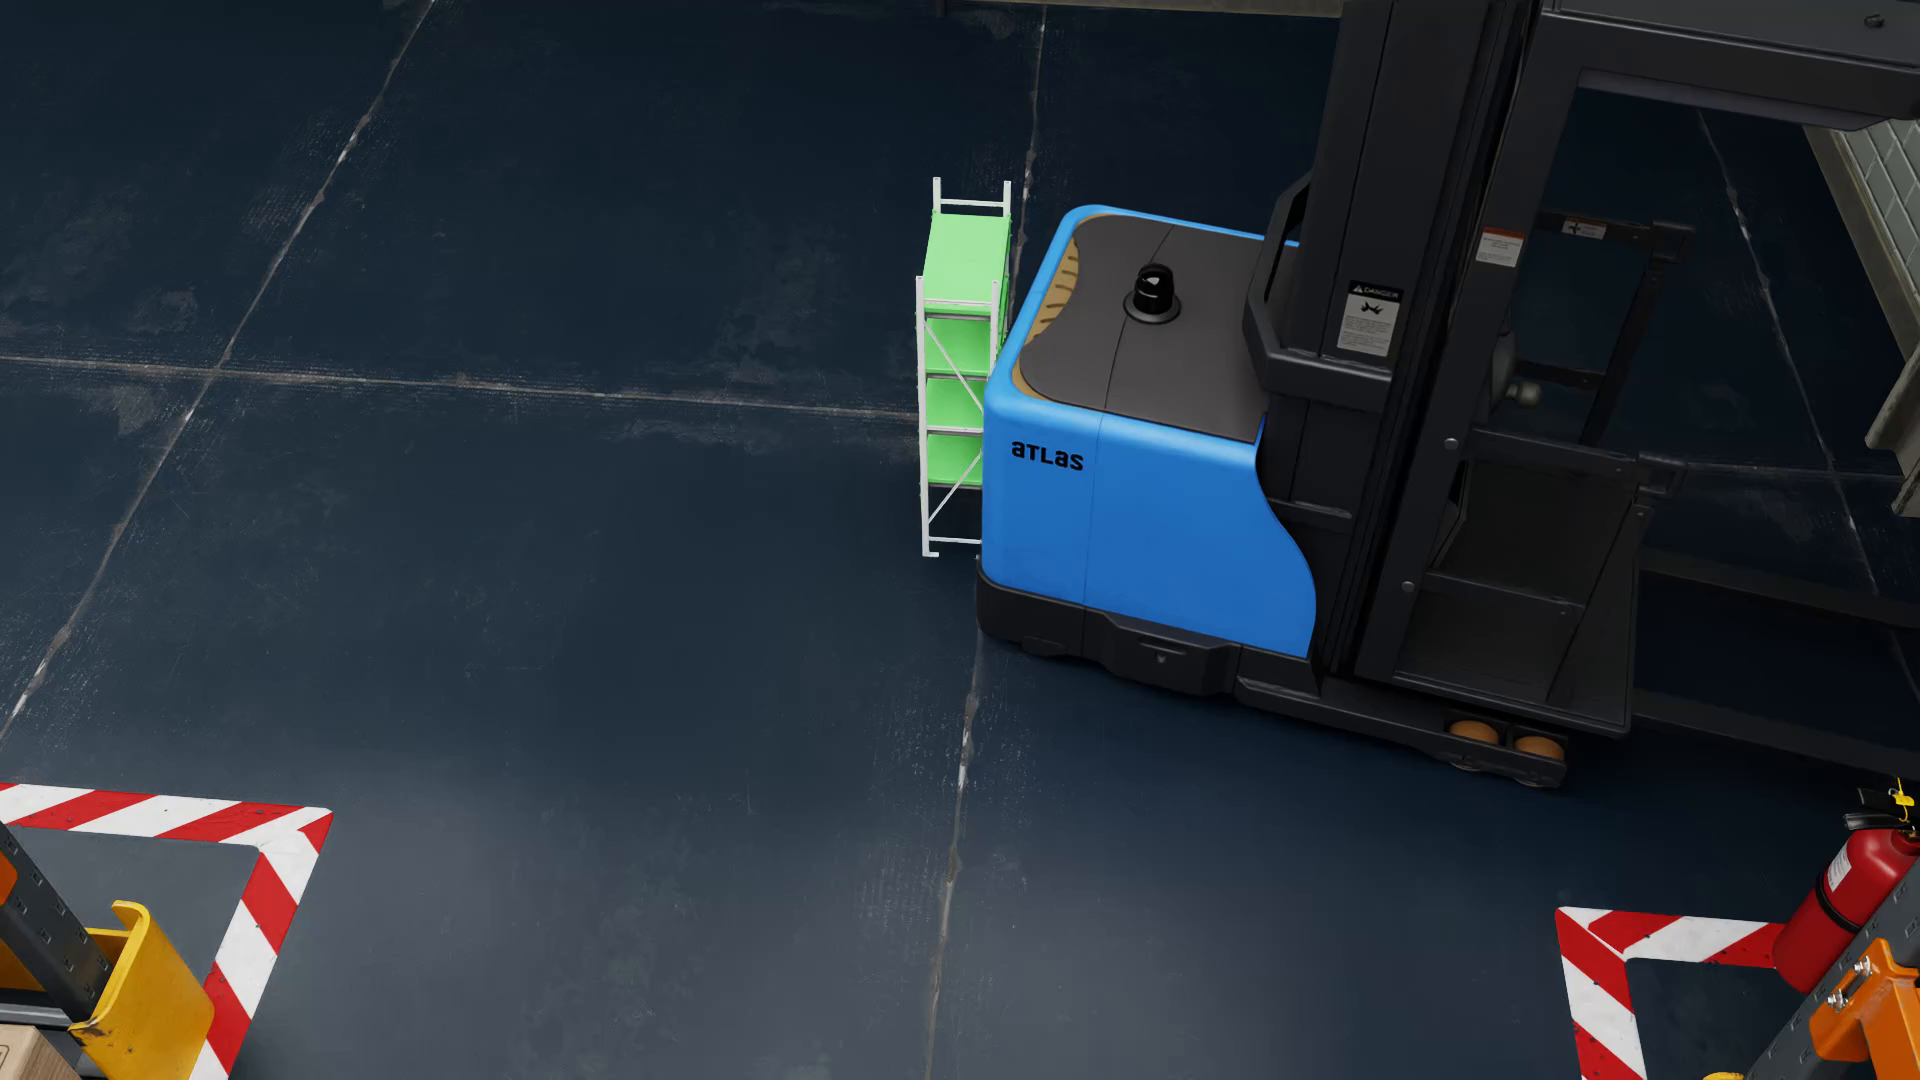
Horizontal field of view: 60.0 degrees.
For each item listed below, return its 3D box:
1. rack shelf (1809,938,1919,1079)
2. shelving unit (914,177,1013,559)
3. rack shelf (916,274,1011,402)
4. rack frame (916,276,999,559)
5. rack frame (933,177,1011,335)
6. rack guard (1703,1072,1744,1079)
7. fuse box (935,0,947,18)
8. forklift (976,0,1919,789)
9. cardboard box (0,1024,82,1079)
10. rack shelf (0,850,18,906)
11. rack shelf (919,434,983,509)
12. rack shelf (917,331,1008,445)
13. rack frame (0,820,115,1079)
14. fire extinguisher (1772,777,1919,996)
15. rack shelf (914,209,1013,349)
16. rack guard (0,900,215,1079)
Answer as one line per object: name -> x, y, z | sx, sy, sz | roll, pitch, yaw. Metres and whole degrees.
rack shelf -> 2.124, 2.400, 2.010 | 1.077, 0.370, 4.000 | 4, 48, 4
shelving unit -> 0.015, -0.527, 5.419 | 0.258, 1.200, 0.503 | 4, 48, 4
rack shelf -> 0.015, -0.645, 5.289 | 0.258, 0.148, 0.480 | 4, 48, 4
rack frame -> -0.007, -0.347, 5.255 | 0.240, 1.200, 0.015 | 4, 48, 4
rack frame -> 0.037, -0.706, 5.583 | 0.240, 1.200, 0.015 | 4, 48, 4
rack guard -> 2.299, 1.587, 3.960 | 1.175, 0.500, 0.348 | 4, 48, 4
fuse box -> -0.068, -3.106, 7.431 | 0.539, 1.711, 0.414 | 4, 48, 4
forklift -> 1.628, -0.680, 4.386 | 3.031, 2.935, 1.130 | 13, 49, 12
cardboard box -> -2.598, 1.571, 3.732 | 0.875, 0.438, 0.875 | 2, 48, 2
rack shelf -> -2.820, 2.069, 2.313 | 1.077, 0.370, 4.000 | 4, 48, 4
rack shelf -> 0.015, -0.321, 5.643 | 0.258, 0.148, 0.480 | 4, 48, 4
rack shelf -> 0.015, -0.483, 5.466 | 0.258, 0.148, 0.480 | 4, 48, 4
rack frame -> -2.637, 0.356, 3.391 | 1.000, 3.000, 0.127 | 4, 48, 4
fire extinguisher -> 1.859, 0.700, 3.382 | 0.296, 0.674, 0.183 | 4, 48, 4
rack shelf -> 0.015, -0.807, 5.111 | 0.258, 0.148, 0.480 | 4, 48, 4
rack guard -> -2.635, 1.182, 4.330 | 1.175, 0.500, 0.348 | 4, 48, 4
